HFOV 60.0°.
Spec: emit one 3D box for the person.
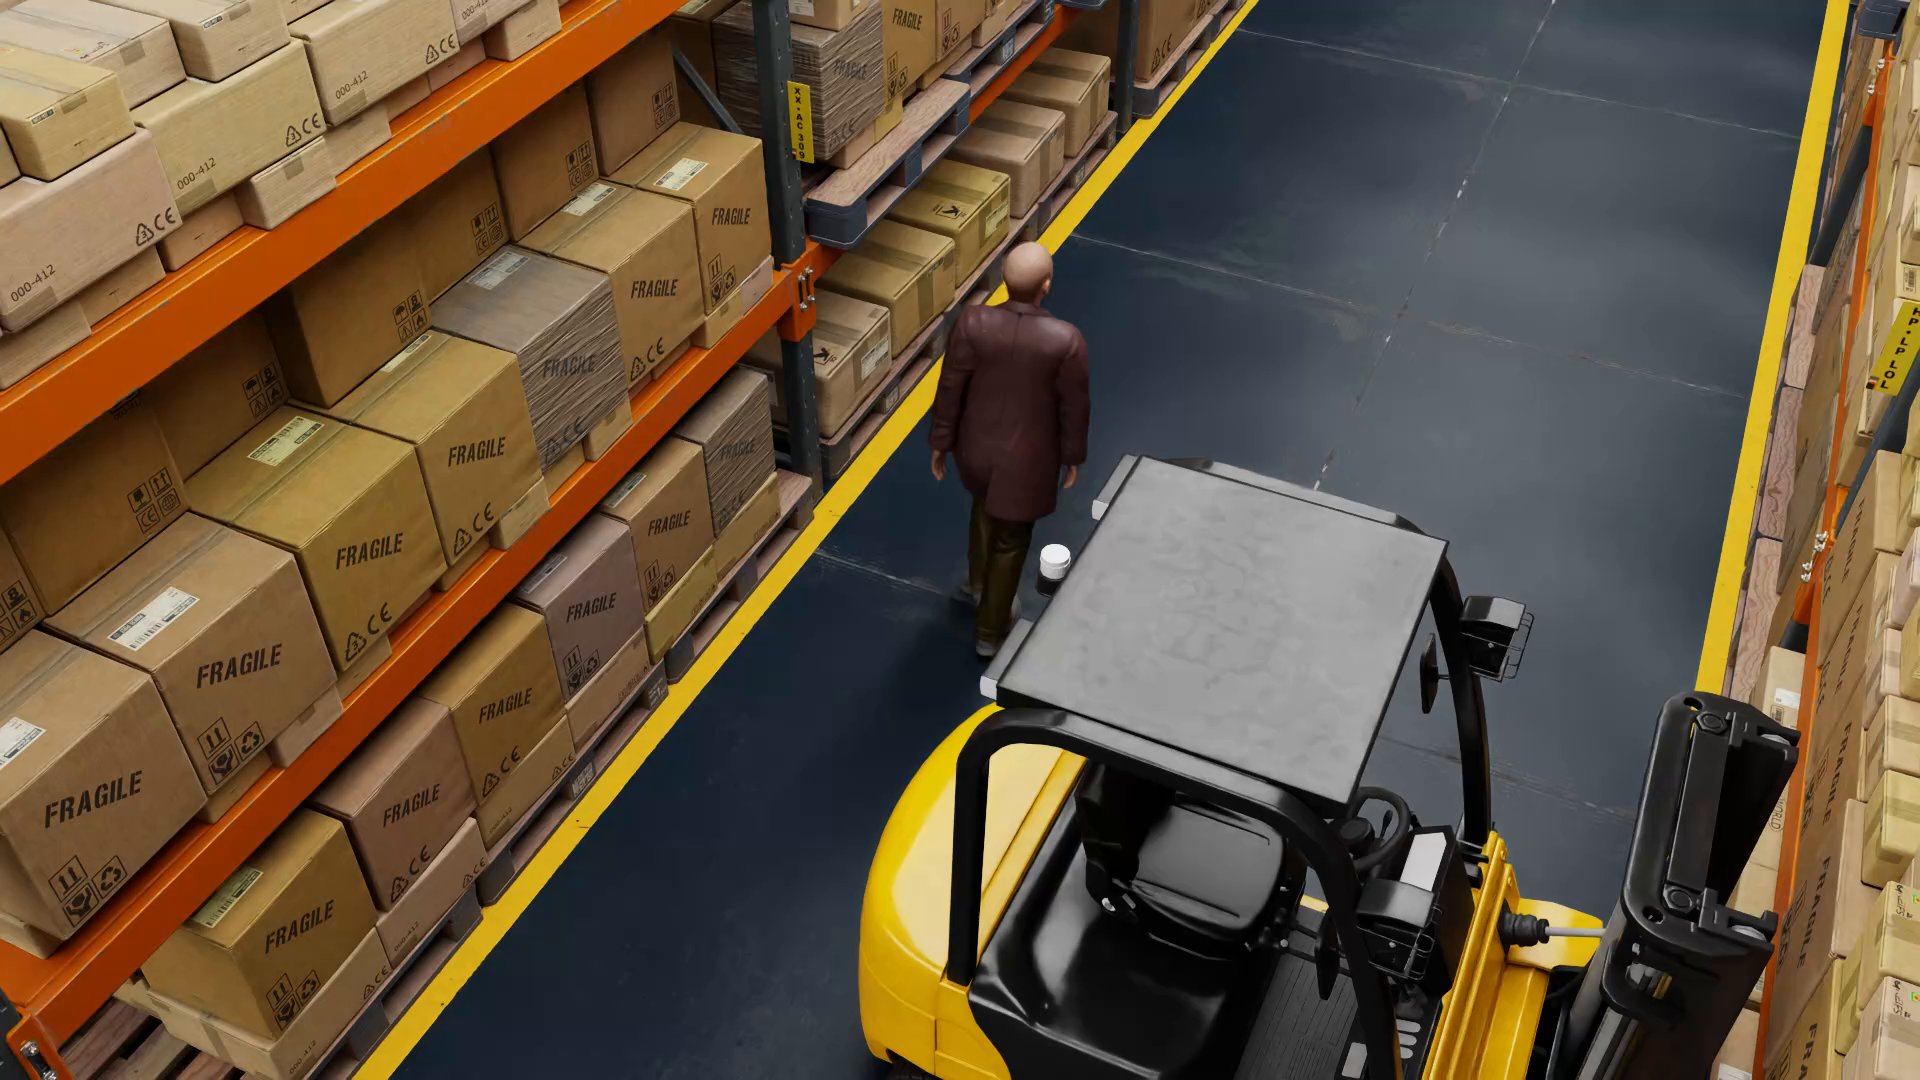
[{"bbox_3d":[0.188,-0.248,6.605,0.614,1.617,0.566,14,43,15],"label":"person"}]
